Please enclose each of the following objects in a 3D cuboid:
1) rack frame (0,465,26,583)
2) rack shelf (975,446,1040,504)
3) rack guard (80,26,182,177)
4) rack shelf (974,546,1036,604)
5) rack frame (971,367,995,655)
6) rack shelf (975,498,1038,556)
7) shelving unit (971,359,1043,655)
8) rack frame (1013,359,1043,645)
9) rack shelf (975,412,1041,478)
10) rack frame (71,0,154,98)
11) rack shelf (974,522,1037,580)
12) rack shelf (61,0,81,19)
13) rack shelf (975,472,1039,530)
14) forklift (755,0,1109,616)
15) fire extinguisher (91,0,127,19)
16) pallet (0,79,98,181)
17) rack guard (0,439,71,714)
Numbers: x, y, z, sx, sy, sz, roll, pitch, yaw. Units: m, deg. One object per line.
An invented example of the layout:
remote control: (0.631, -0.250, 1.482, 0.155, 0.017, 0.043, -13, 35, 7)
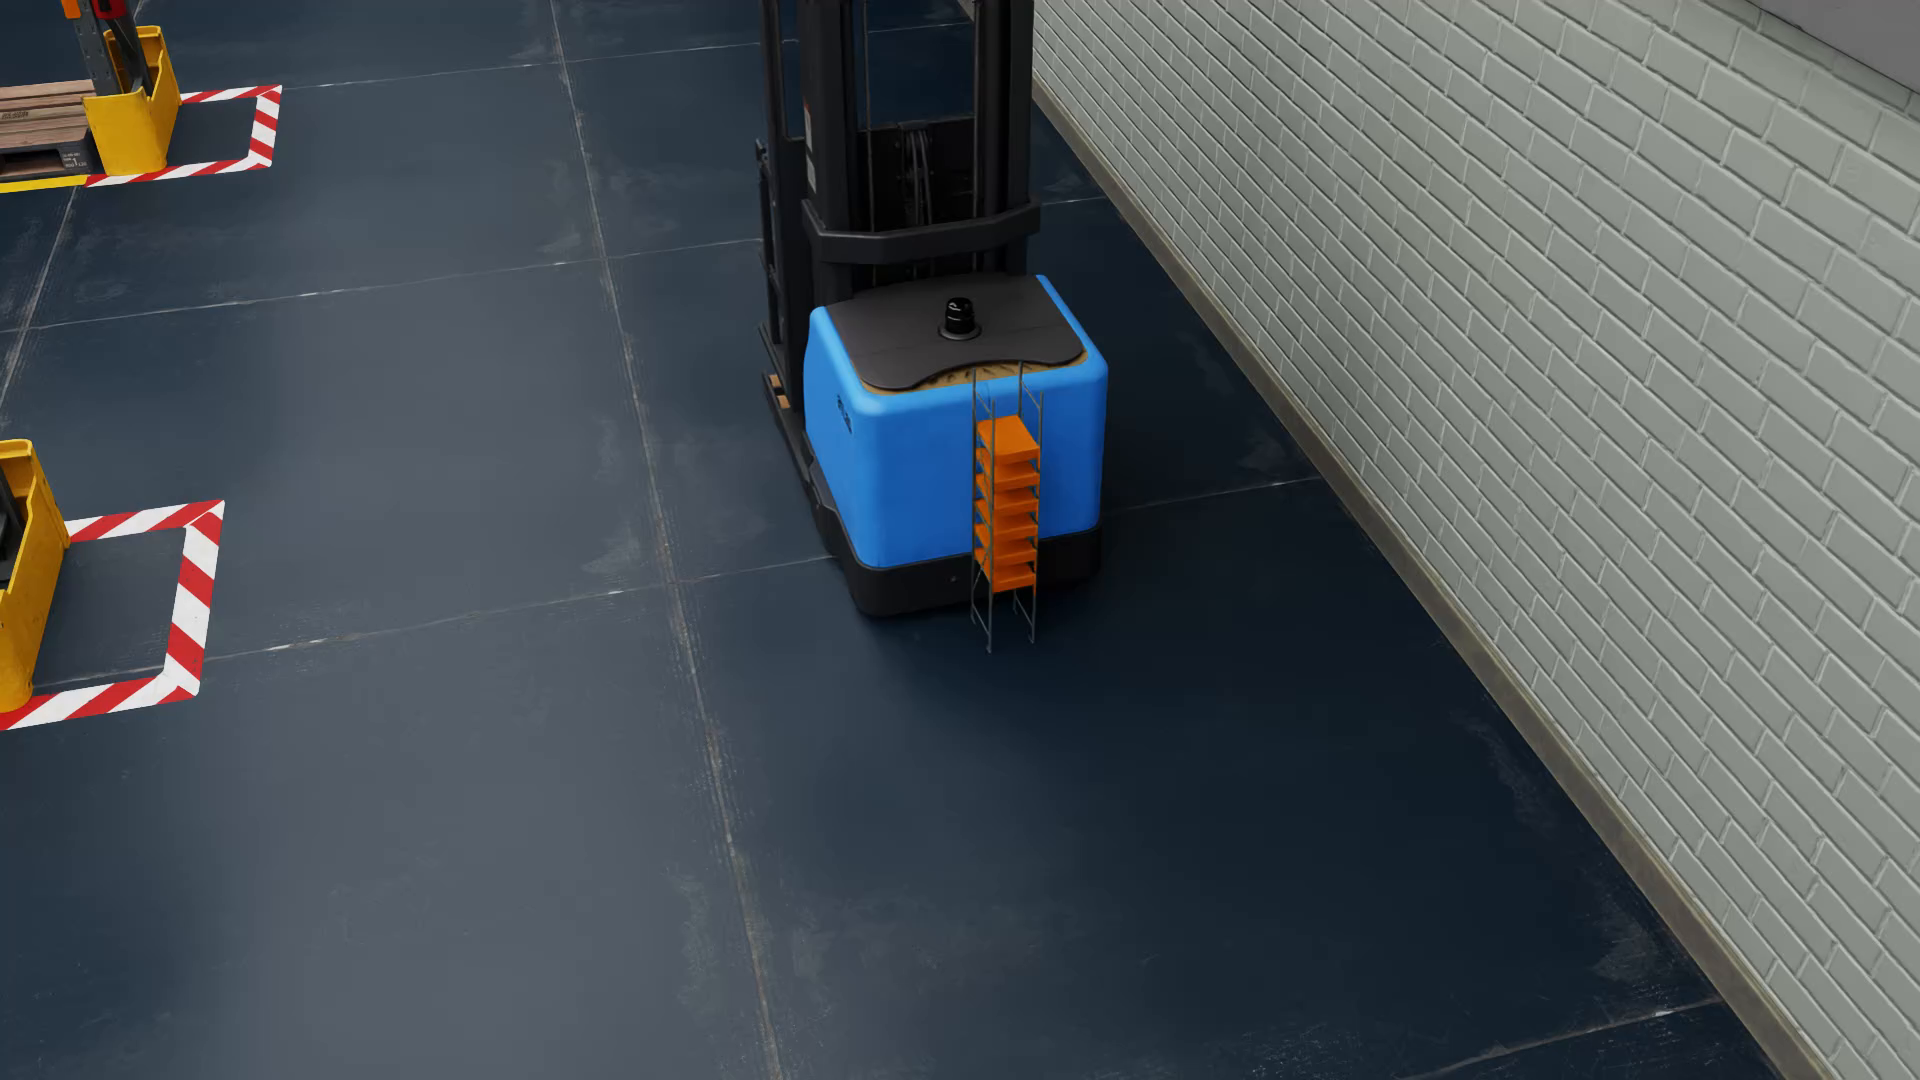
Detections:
rack frame: (-3.930, -0.854, 5.898, 0.127, 3.000, 1.000, -9, 38, -12)
rack shelf: (0.172, -0.260, 6.280, 0.180, 0.103, 0.258, -11, 39, -14)
rack guard: (-5.201, -2.778, 10.470, 0.348, 0.500, 1.175, -9, 38, -12)
rack shelf: (0.172, 0.121, 6.572, 0.180, 0.103, 0.258, -11, 39, -14)
rack frame: (0.085, -0.087, 6.377, 0.006, 1.200, 0.240, -11, 39, -14)
rack shelf: (0.172, -0.069, 6.426, 0.180, 0.103, 0.258, -11, 39, -14)
shelving unit: (0.172, -0.105, 6.399, 0.189, 1.200, 0.258, -11, 39, -14)
rack frame: (0.259, -0.122, 6.422, 0.006, 1.200, 0.240, -11, 39, -14)
rack shelf: (0.172, -0.355, 6.208, 0.180, 0.103, 0.258, -11, 39, -14)
rack frame: (-5.221, -3.759, 9.695, 0.127, 3.000, 1.000, -9, 38, -12)
rack shelf: (0.172, 0.026, 6.499, 0.180, 0.103, 0.258, -11, 39, -14)
rack shelf: (-7.152, -3.157, 9.500, 4.000, 0.370, 1.077, -9, 38, -12)
rack shelf: (0.172, -0.165, 6.353, 0.180, 0.103, 0.258, -11, 39, -14)
forklift: (-0.324, -1.754, 7.131, 1.130, 2.935, 3.031, -10, 39, -13)
fire extinguisher: (-4.957, -3.338, 9.515, 0.183, 0.674, 0.296, -9, 38, -12)
pallet: (-6.028, -2.544, 10.402, 1.213, 0.211, 1.003, -9, 38, -12)
rack guard: (-3.907, 0.135, 6.662, 0.348, 0.500, 1.175, -9, 38, -12)
